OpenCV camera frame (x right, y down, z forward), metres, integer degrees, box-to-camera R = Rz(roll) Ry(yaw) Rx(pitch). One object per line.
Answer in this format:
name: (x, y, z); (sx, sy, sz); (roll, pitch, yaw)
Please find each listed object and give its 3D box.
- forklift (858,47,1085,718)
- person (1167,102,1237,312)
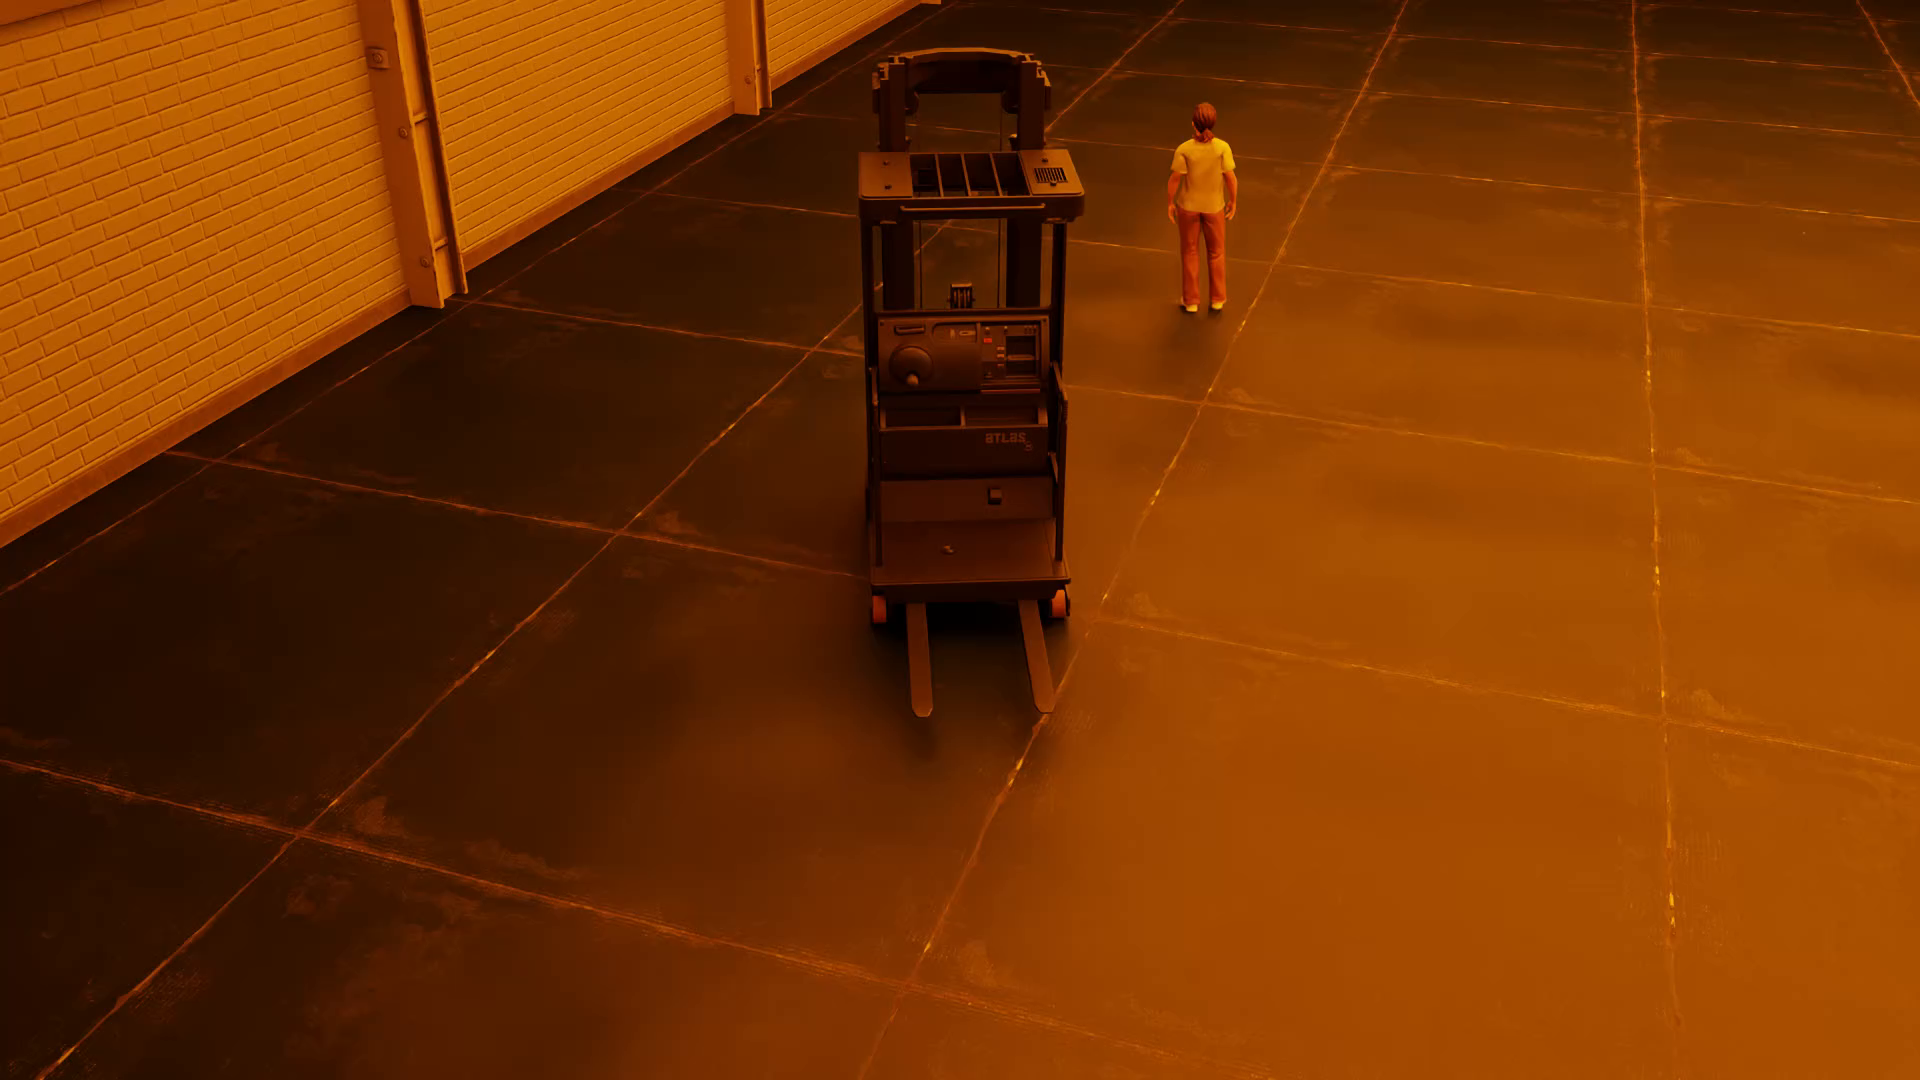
forklift: (0.035, -0.972, 8.842); (1.130, 2.935, 3.031); (-2, 30, -3)
person: (1.876, -2.493, 13.022); (0.538, 1.432, 0.501); (3, 30, 6)
